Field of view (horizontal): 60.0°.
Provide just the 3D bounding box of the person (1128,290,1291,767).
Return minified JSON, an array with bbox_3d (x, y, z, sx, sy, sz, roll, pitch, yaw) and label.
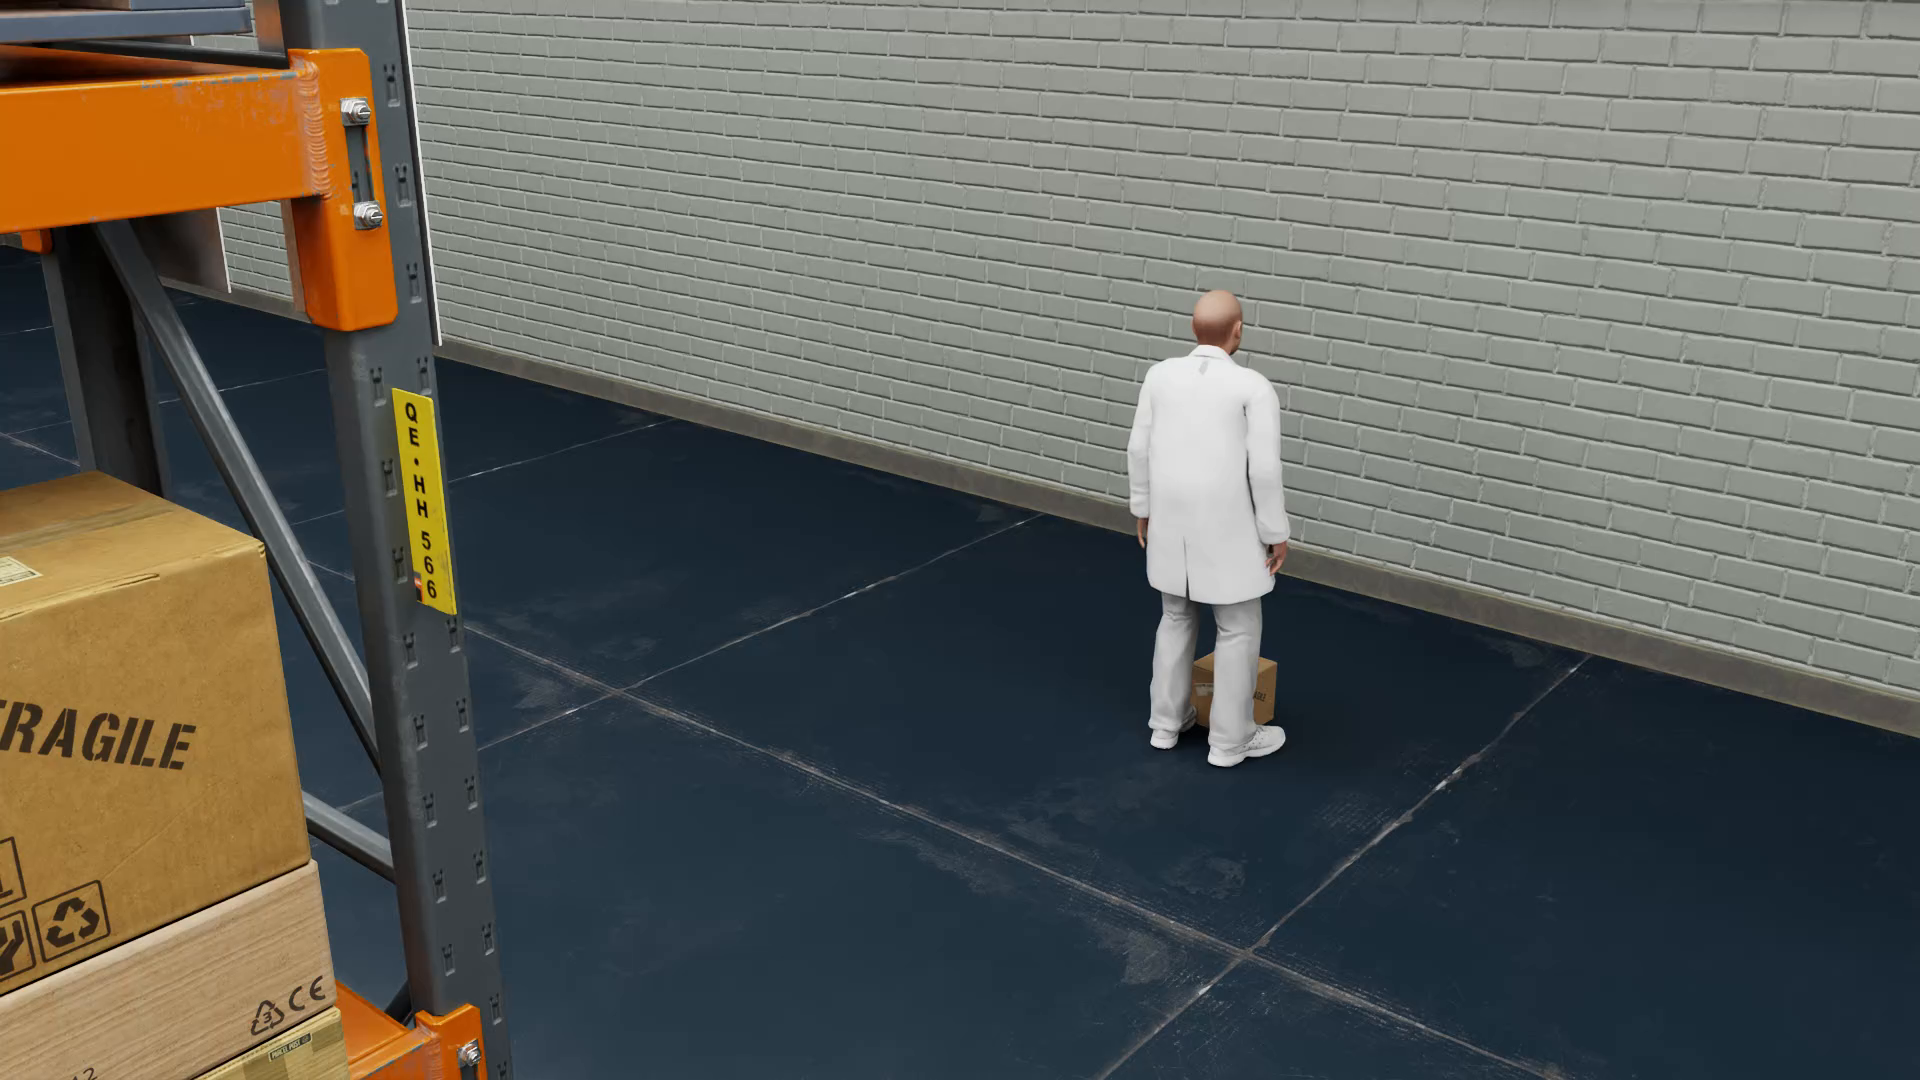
[{"bbox_3d":[0.923,-0.047,6.224,0.654,1.774,0.421,14,24,34],"label":"person"}]
